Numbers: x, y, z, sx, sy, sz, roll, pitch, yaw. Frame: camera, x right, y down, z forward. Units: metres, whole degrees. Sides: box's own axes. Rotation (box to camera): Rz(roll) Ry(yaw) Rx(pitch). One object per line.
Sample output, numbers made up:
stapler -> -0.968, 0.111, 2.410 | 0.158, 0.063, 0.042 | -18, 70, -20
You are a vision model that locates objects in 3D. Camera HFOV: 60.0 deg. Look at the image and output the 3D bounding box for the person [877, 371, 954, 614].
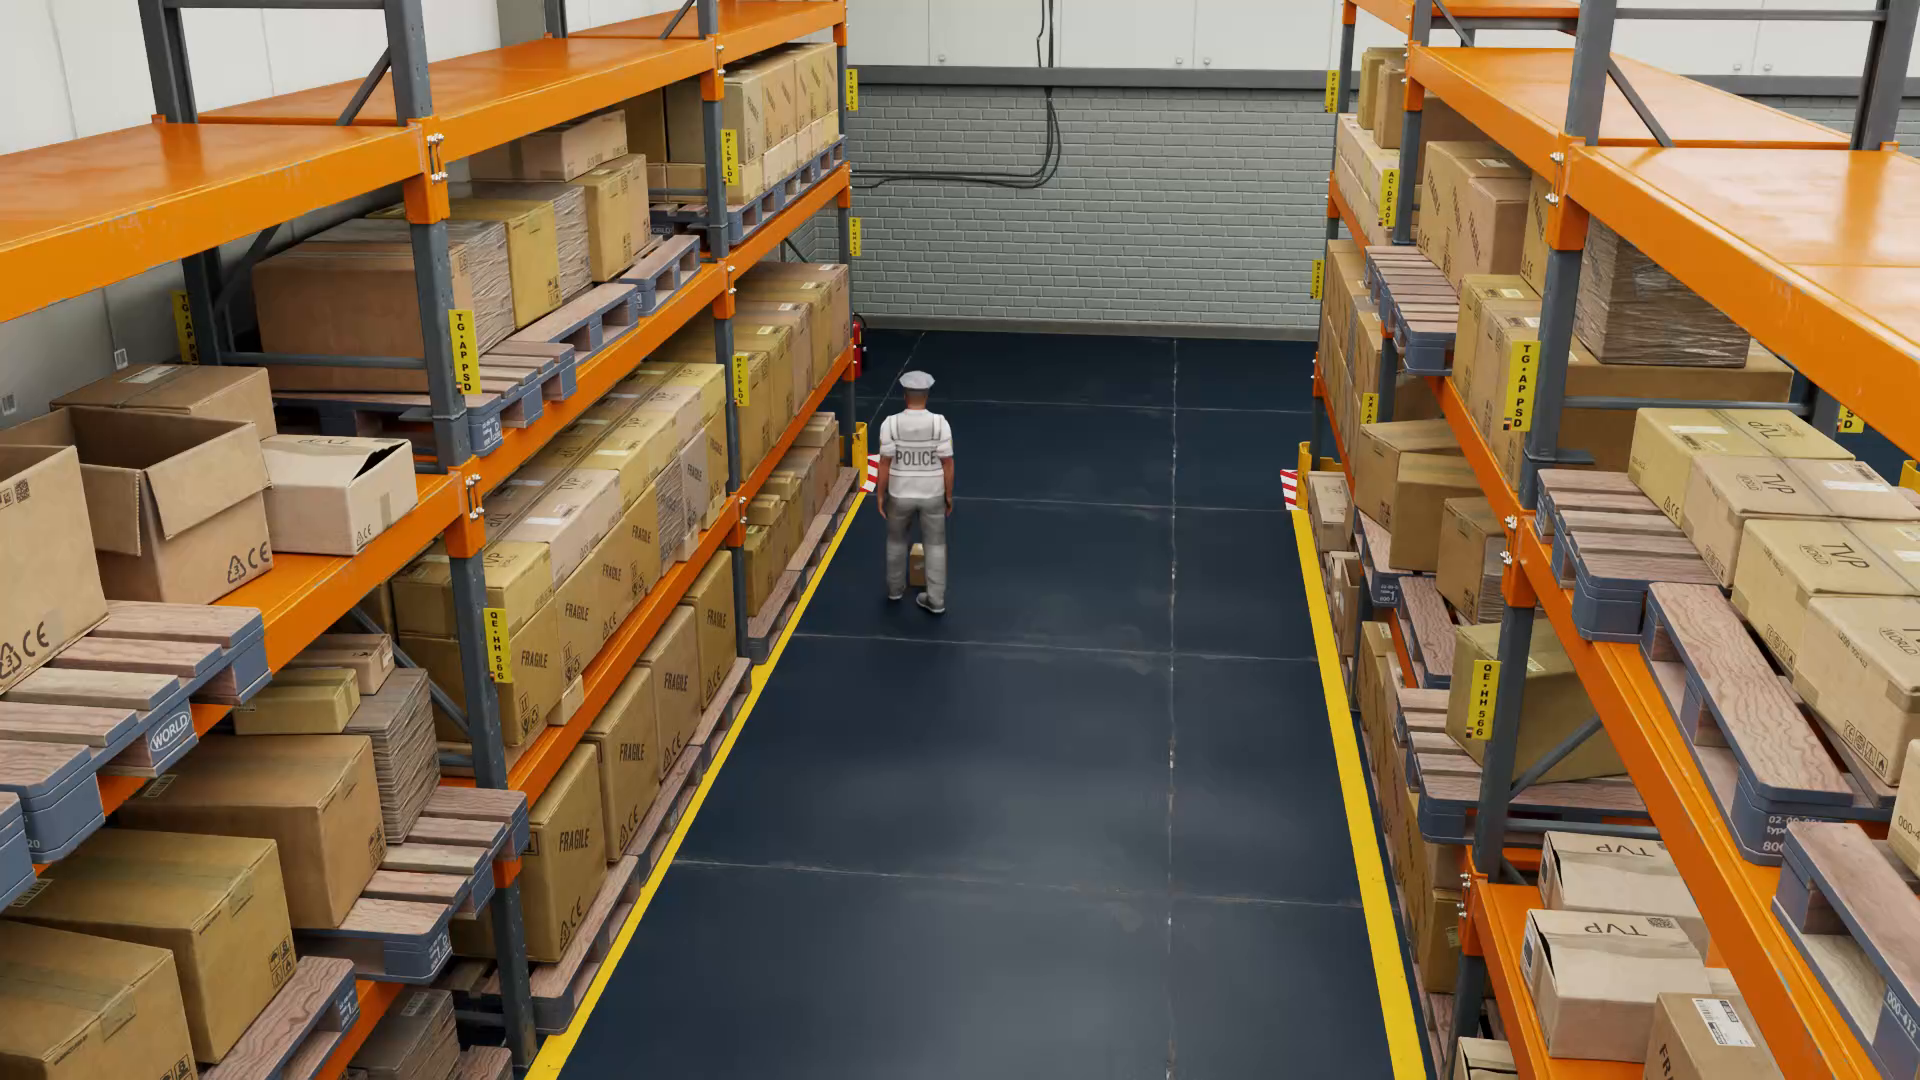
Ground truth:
person -> -0.321, -0.373, 12.021 | 0.555, 1.754, 0.590 | -1, 21, -2
